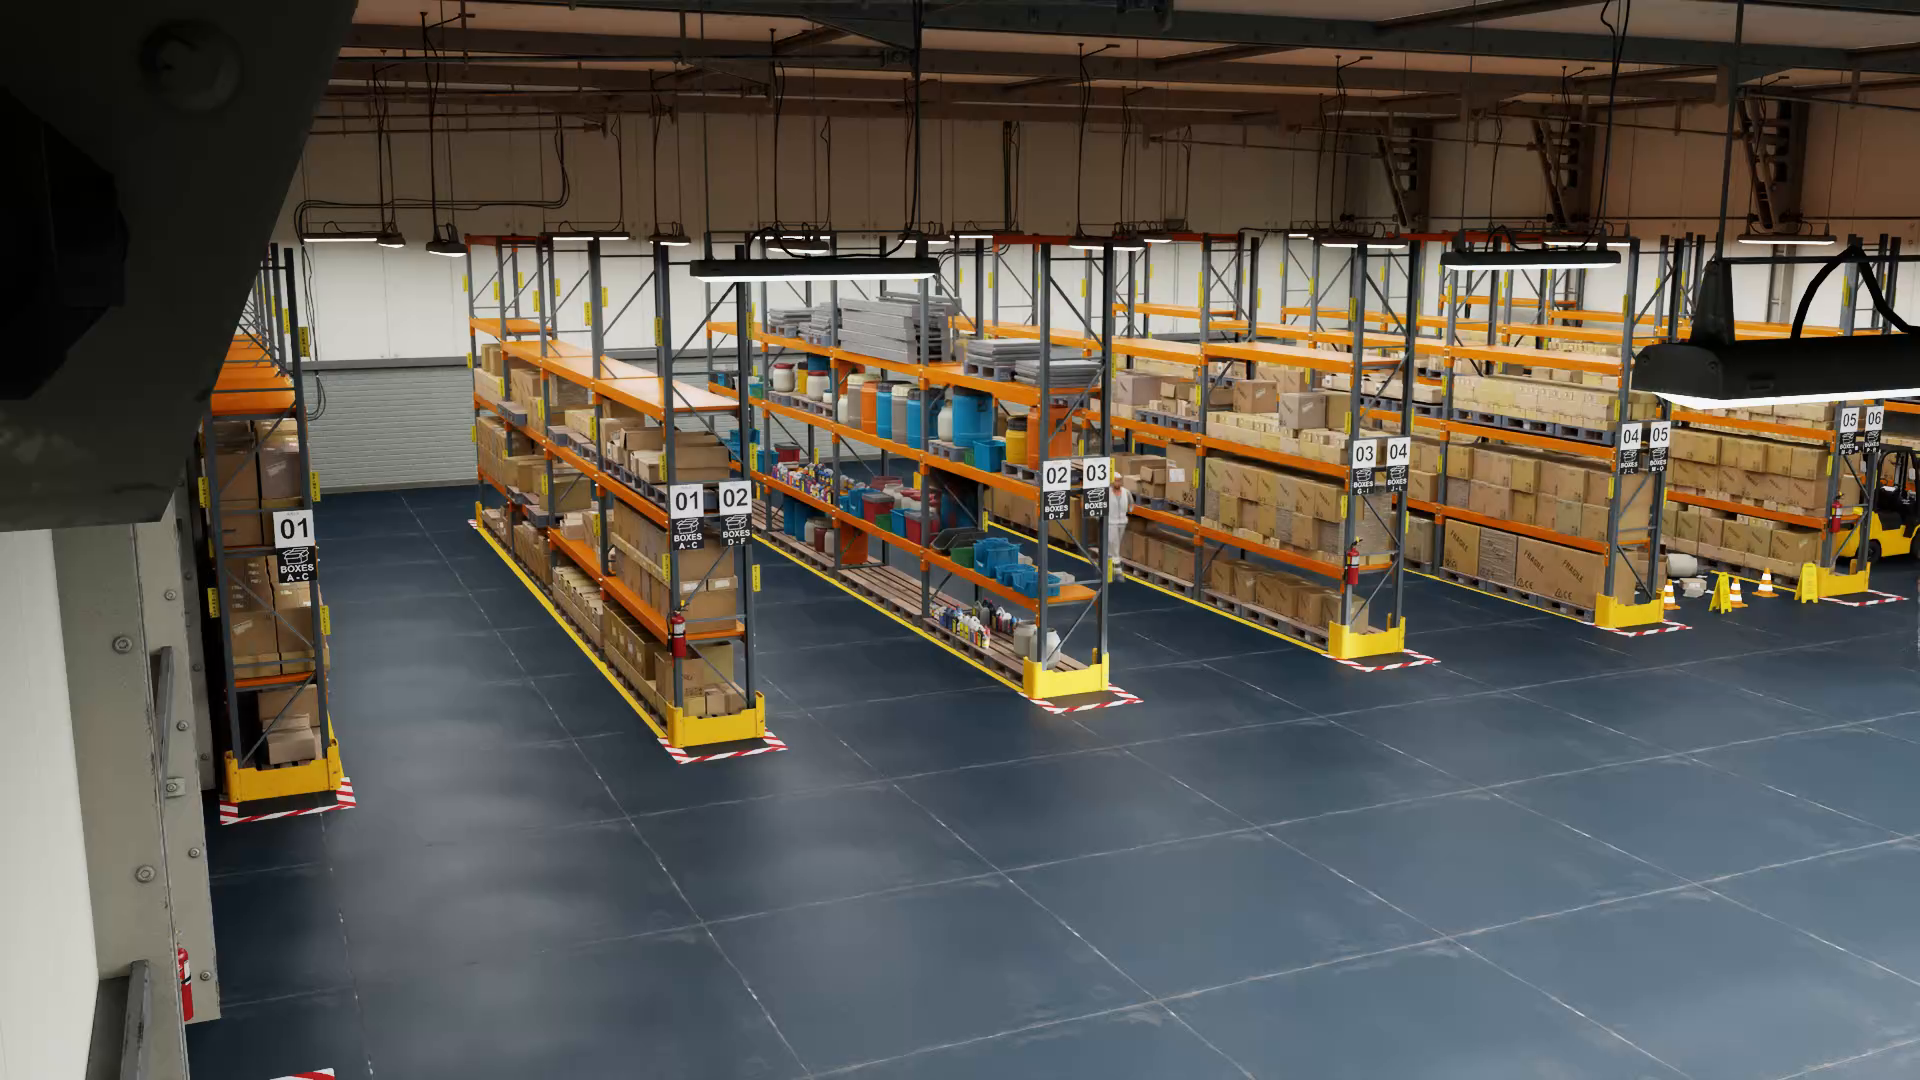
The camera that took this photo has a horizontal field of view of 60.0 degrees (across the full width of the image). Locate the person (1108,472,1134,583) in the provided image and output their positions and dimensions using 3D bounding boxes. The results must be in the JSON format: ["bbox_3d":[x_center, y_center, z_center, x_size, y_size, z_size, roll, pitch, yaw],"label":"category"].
[{"bbox_3d":[2.659,-0.250,28.139,0.633,1.815,0.872,-4,12,-21],"label":"person"}]

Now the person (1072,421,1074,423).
[{"bbox_3d":[2.577,-2.041,39.552,0.585,1.591,0.715,2,11,12],"label":"person"}]
